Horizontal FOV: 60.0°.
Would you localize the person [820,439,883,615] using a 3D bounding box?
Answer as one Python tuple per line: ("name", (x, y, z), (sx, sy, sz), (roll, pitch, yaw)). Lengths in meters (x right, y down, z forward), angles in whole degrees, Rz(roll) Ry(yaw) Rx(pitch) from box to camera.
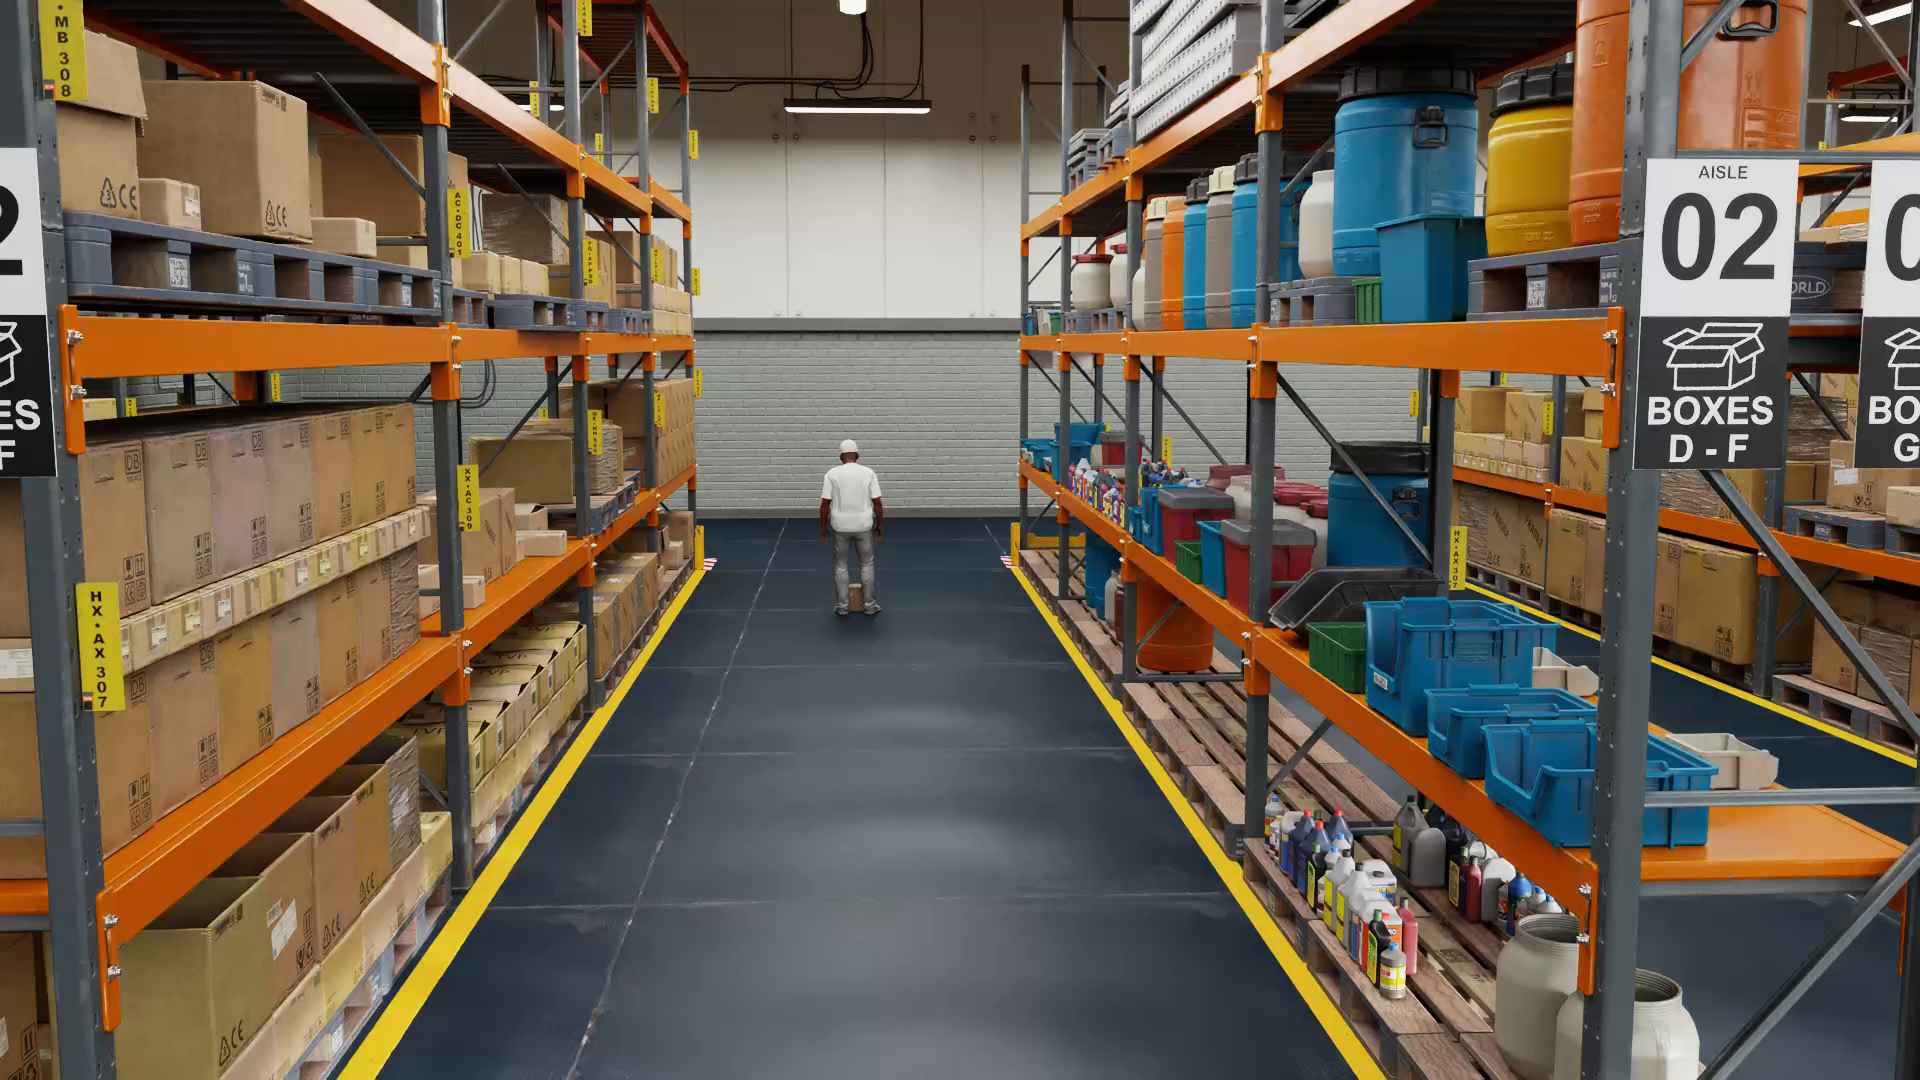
("person", (-1.089, -0.130, 16.770), (0.638, 1.757, 0.459), (-1, 7, -6))
